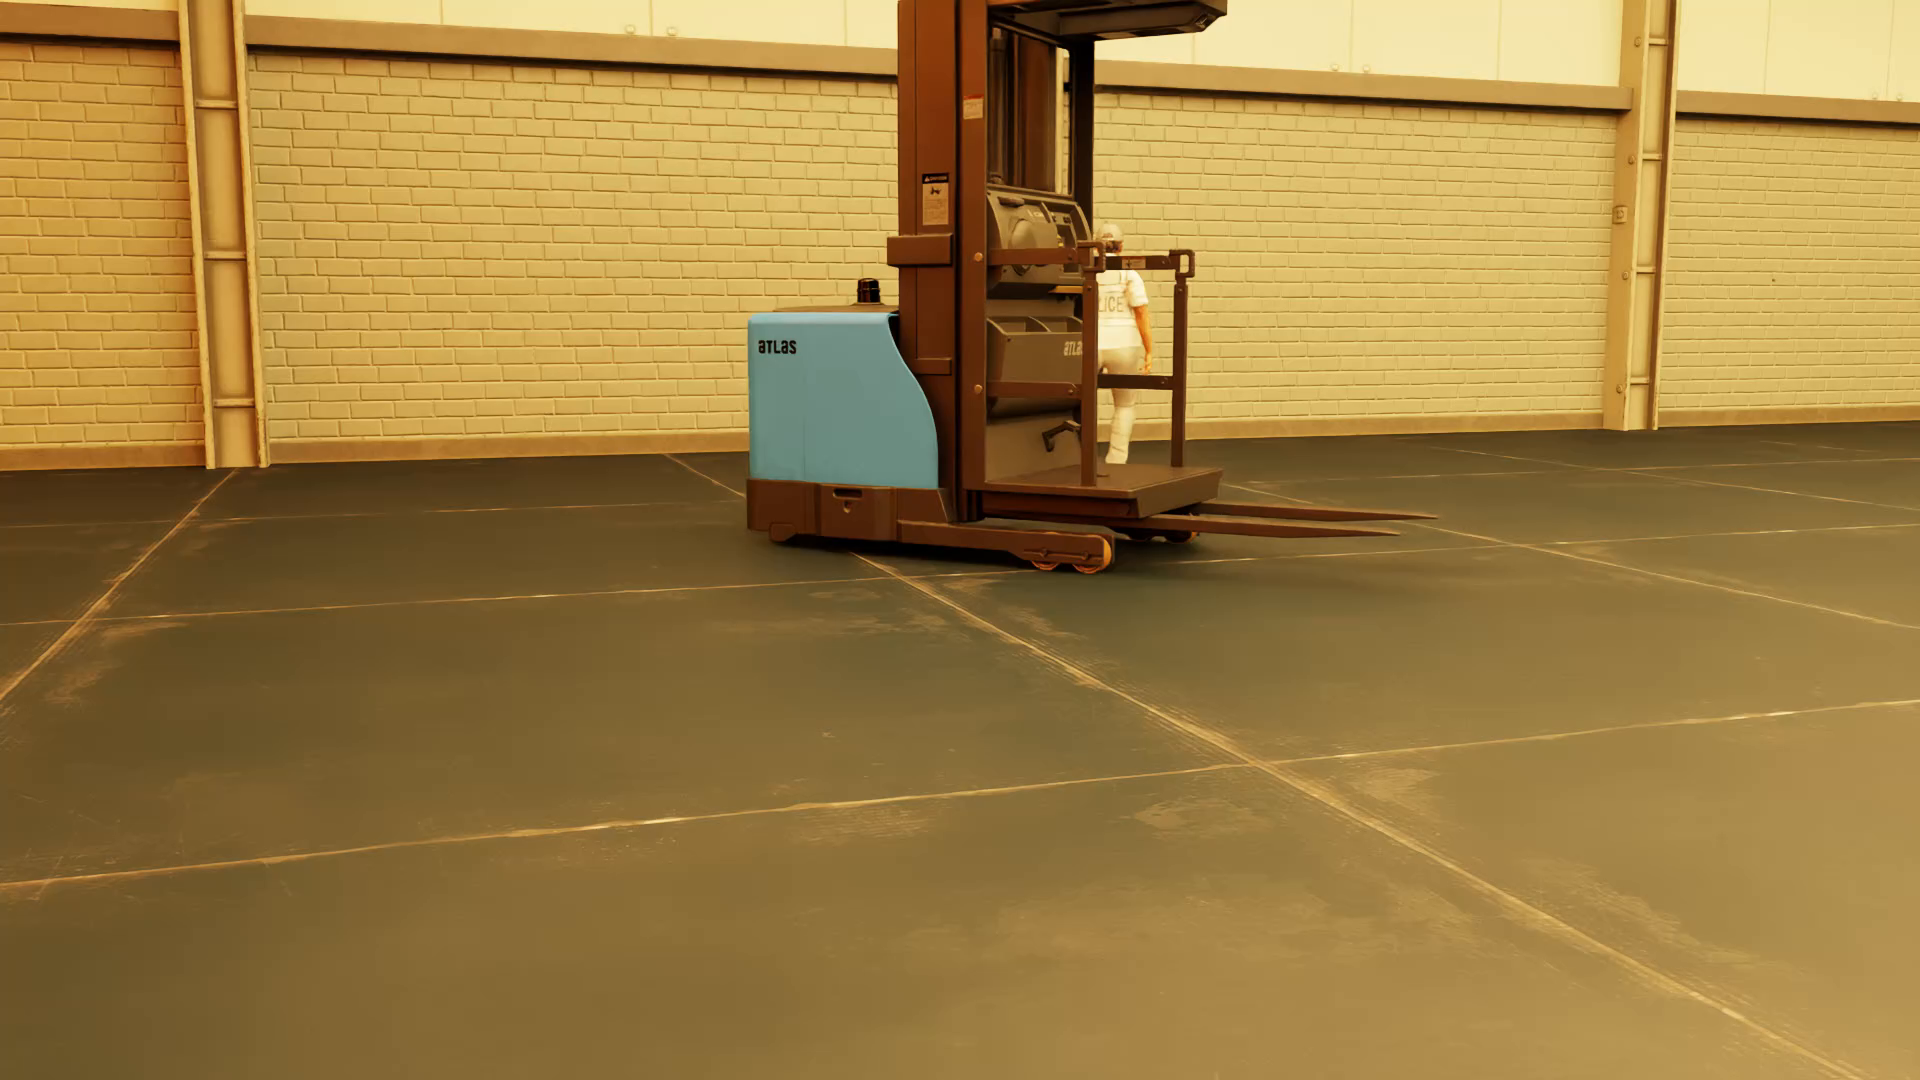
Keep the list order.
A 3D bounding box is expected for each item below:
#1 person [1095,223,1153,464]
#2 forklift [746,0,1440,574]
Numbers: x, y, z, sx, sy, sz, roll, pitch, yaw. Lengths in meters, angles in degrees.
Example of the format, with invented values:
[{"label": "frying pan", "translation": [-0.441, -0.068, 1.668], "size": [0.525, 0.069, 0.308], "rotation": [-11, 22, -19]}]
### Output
[{"label": "person", "translation": [0.935, -1.201, 10.675], "size": [0.646, 1.645, 0.470], "rotation": [2, 8, 16]}, {"label": "forklift", "translation": [0.542, -1.394, 7.294], "size": [3.031, 2.935, 1.130], "rotation": [4, 9, 29]}]
